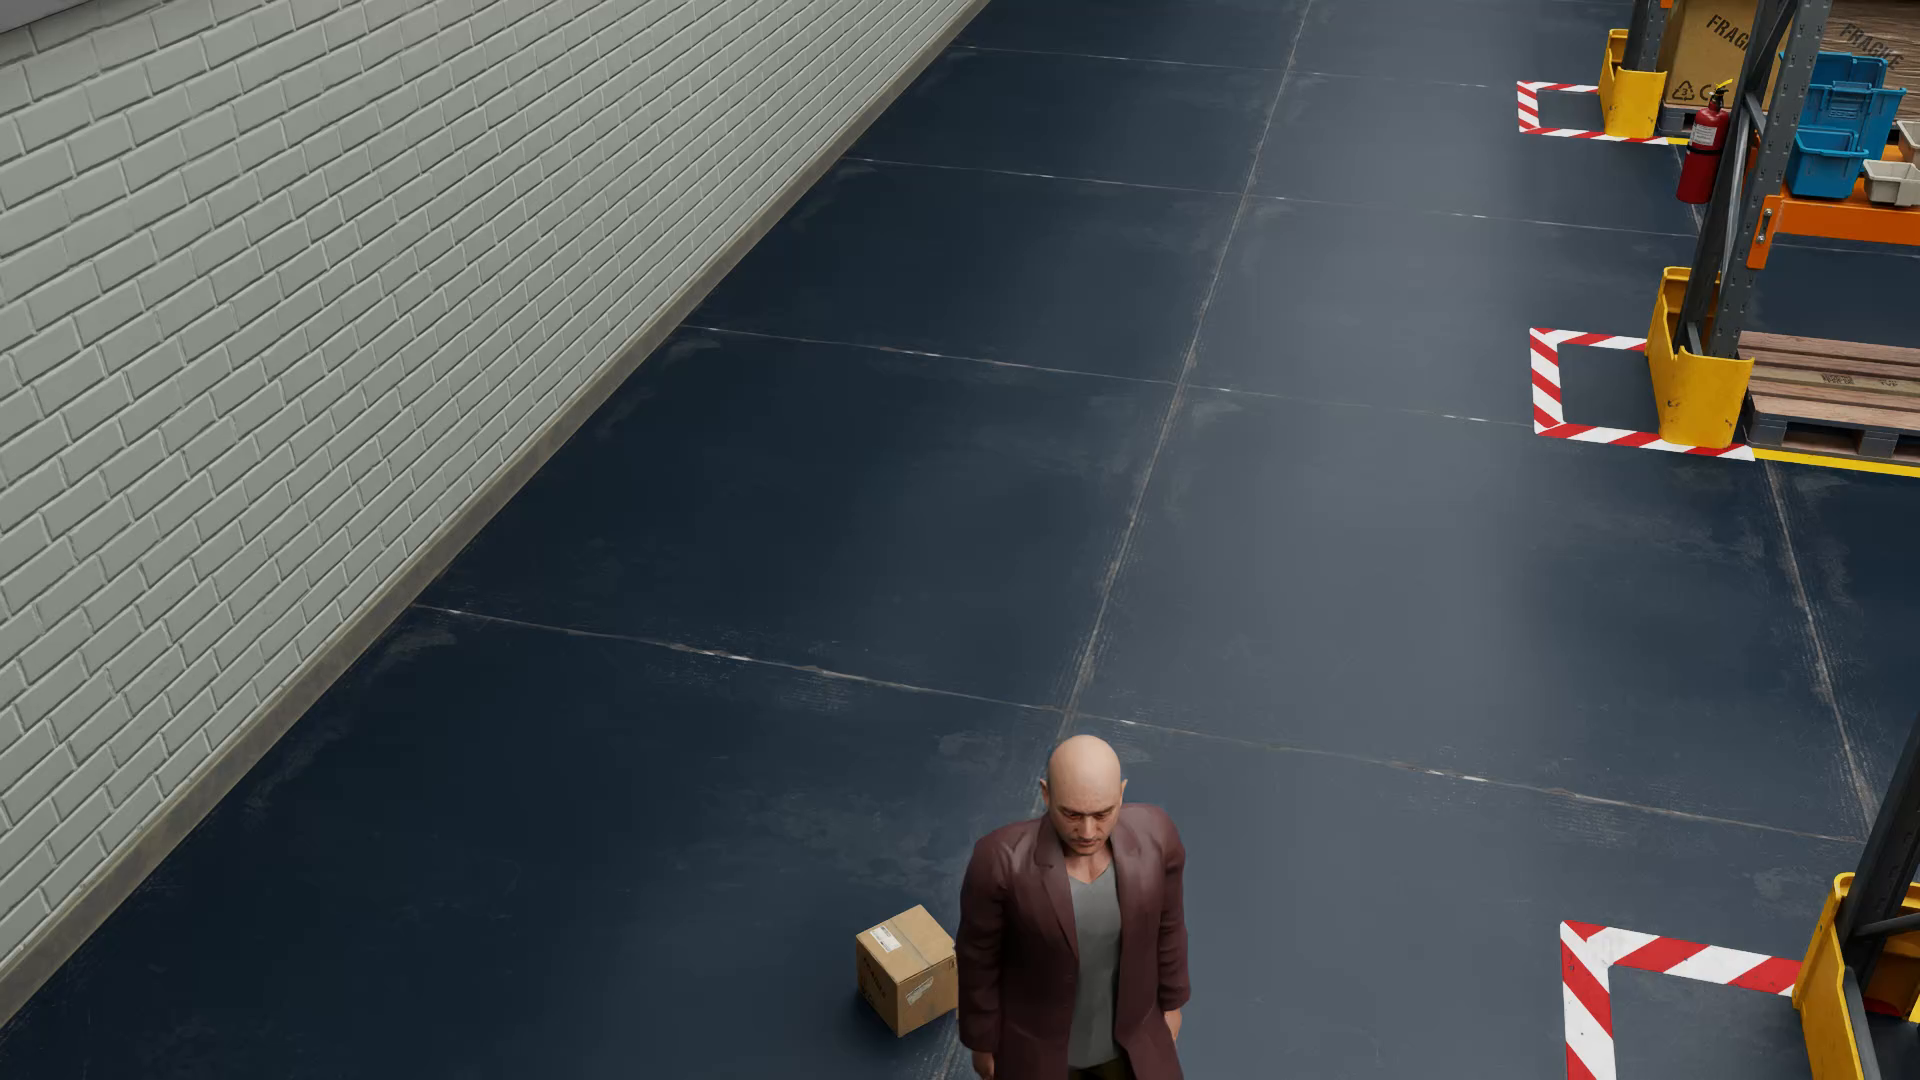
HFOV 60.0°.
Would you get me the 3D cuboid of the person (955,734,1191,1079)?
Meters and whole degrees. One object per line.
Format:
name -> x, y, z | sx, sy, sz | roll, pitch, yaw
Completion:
person -> 0.295, 1.218, 4.177 | 0.607, 1.775, 0.525 | -6, 33, -10
